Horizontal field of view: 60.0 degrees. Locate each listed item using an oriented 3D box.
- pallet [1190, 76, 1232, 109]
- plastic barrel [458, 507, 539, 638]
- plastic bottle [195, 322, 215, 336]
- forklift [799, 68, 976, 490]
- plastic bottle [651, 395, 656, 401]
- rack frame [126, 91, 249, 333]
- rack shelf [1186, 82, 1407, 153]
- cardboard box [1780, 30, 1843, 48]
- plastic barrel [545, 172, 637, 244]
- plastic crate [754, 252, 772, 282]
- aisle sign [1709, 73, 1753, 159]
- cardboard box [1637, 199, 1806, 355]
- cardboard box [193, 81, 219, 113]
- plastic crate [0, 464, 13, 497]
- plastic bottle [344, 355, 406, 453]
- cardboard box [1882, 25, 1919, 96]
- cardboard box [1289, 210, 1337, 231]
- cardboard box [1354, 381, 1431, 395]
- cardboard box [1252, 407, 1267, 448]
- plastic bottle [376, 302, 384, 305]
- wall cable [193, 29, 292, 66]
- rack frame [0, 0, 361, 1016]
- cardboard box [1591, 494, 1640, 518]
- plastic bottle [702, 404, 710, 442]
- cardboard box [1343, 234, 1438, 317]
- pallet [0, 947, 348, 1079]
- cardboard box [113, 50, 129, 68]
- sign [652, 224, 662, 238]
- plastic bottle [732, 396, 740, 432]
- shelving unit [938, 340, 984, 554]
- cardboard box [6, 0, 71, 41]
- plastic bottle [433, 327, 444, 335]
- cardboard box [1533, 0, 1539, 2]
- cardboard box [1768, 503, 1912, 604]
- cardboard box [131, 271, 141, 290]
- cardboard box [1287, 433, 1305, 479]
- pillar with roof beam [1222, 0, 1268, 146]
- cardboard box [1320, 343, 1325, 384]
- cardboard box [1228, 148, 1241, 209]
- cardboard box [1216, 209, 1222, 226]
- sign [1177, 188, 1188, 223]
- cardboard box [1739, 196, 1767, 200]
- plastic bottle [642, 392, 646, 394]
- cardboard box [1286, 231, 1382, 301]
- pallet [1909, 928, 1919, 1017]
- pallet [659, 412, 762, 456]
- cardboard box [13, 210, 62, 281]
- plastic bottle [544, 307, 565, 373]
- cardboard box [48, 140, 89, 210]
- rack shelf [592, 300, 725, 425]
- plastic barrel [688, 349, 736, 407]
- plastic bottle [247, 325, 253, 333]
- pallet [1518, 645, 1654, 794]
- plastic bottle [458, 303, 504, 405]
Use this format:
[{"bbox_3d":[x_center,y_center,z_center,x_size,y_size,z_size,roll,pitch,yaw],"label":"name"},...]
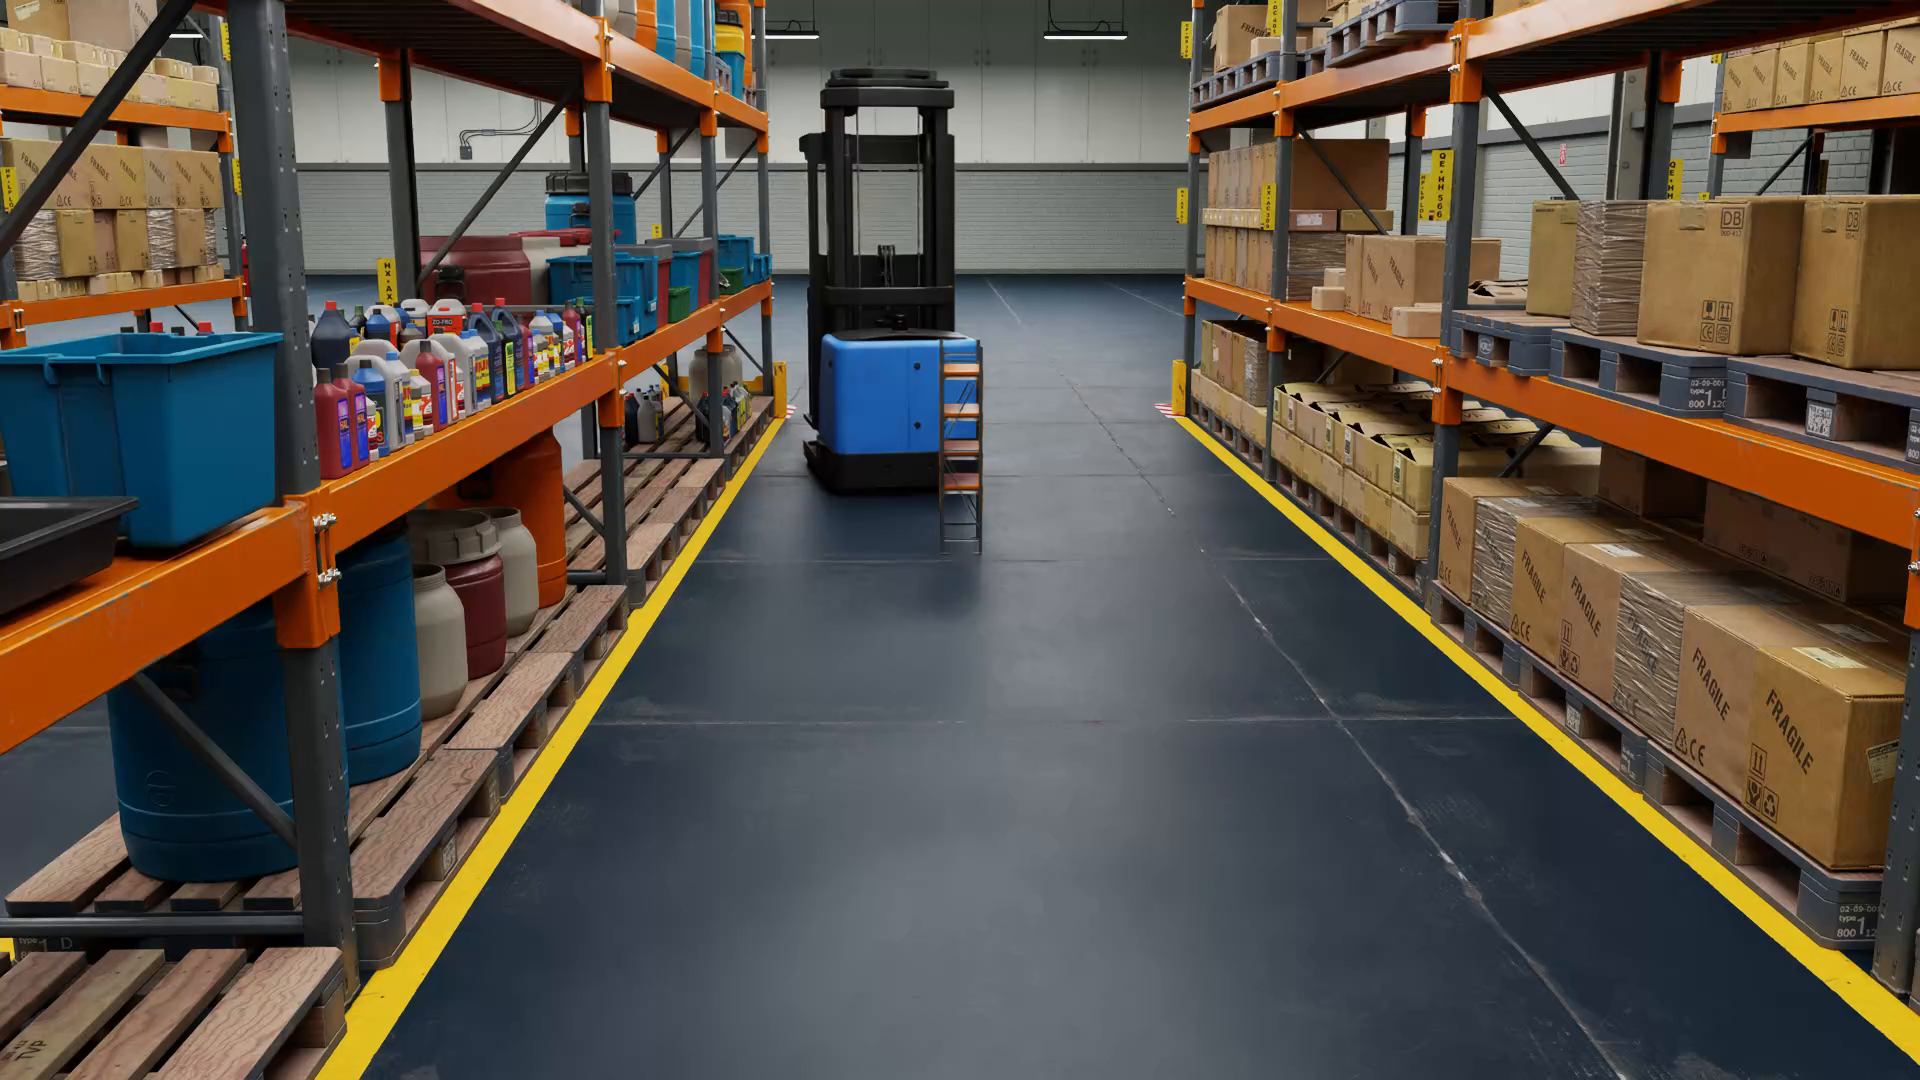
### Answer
[{"bbox_3d":[2.642,-3.980,14.813,1.003,0.211,1.213,0,11,-1],"label":"pallet"},{"bbox_3d":[-2.005,0.138,7.035,0.421,0.512,0.421,0,11,0],"label":"plastic barrel"},{"bbox_3d":[-2.257,-0.484,5.024,0.144,0.351,0.185,0,11,-1],"label":"plastic bottle"},{"bbox_3d":[-0.628,-2.030,12.695,1.130,2.935,3.031,-2,12,-10],"label":"forklift"},{"bbox_3d":[-2.426,-0.999,13.163,0.061,0.283,0.133,0,11,-1],"label":"plastic bottle"},{"bbox_3d":[-7.251,-2.654,15.599,1.000,3.000,0.127,0,11,-1],"label":"rack frame"},{"bbox_3d":[2.695,-3.414,13.609,1.077,0.370,4.000,0,11,-1],"label":"rack shelf"},{"bbox_3d":[7.353,-4.455,14.113,0.500,0.500,0.500,0,11,0],"label":"cardboard box"},{"bbox_3d":[-2.511,-2.047,11.345,0.600,0.901,0.708,0,11,-1],"label":"plastic barrel"},{"bbox_3d":[-1.989,-2.504,15.229,0.499,0.251,0.616,0,11,-1],"label":"plastic crate"},{"bbox_3d":[7.305,-4.003,15.705,0.394,0.787,0.004,0,11,-1],"label":"aisle sign"},{"bbox_3d":[2.803,-0.915,5.716,0.700,0.500,0.500,-3,12,-16],"label":"cardboard box"},{"bbox_3d":[-6.987,-3.956,14.848,0.500,0.250,0.500,0,11,0],"label":"cardboard box"},{"bbox_3d":[-2.184,-0.096,3.502,0.396,0.136,0.243,0,11,-1],"label":"plastic crate"},{"bbox_3d":[-1.687,-0.395,4.773,0.152,0.276,0.135,0,11,-1],"label":"plastic bottle"},{"bbox_3d":[7.434,-3.649,12.656,0.500,0.500,0.500,-1,12,-6],"label":"cardboard box"},{"bbox_3d":[2.517,-2.319,12.064,0.380,0.149,0.250,0,11,-1],"label":"cardboard box"},{"bbox_3d":[3.031,-0.953,11.661,0.500,0.311,0.500,0,11,-1],"label":"cardboard box"},{"bbox_3d":[2.508,-0.849,12.558,0.500,0.250,0.500,0,11,-1],"label":"cardboard box"},{"bbox_3d":[-2.486,-0.874,7.118,0.061,0.283,0.133,0,11,-1],"label":"plastic bottle"},{"bbox_3d":[-19.662,-12.910,46.166,3.097,2.526,0.112,0,11,-1],"label":"wall cable"},{"bbox_3d":[-2.051,-0.289,3.941,1.000,3.000,0.127,0,11,-1],"label":"rack frame"},{"bbox_3d":[3.073,0.090,7.250,0.500,0.500,0.500,0,11,1],"label":"cardboard box"},{"bbox_3d":[-1.925,-0.893,12.641,0.061,0.283,0.133,0,11,-1],"label":"plastic bottle"},{"bbox_3d":[2.747,-1.691,10.597,0.500,0.500,0.500,1,11,3],"label":"cardboard box"},{"bbox_3d":[-1.997,1.223,3.499,1.003,0.211,1.213,0,11,-1],"label":"pallet"},{"bbox_3d":[-6.954,-3.879,13.465,0.380,0.149,0.250,-1,11,-4],"label":"cardboard box"},{"bbox_3d":[-2.849,-2.809,15.664,0.100,0.325,0.005,0,11,-1],"label":"sign"},{"bbox_3d":[-1.783,-0.997,13.153,0.061,0.283,0.133,0,11,1],"label":"plastic bottle"},{"bbox_3d":[0.003,-0.555,9.778,0.258,1.200,0.503,0,11,-1],"label":"shelving unit"},{"bbox_3d":[-7.490,-4.268,13.751,0.500,0.500,0.500,0,11,-1],"label":"cardboard box"},{"bbox_3d":[-1.826,-0.611,5.852,0.097,0.271,0.097,0,11,0],"label":"plastic bottle"},{"bbox_3d":[2.872,-2.435,6.722,0.910,0.500,0.500,0,11,-1],"label":"cardboard box"},{"bbox_3d":[3.115,0.037,5.627,0.500,0.250,0.500,0,11,-1],"label":"cardboard box"},{"bbox_3d":[-6.967,-2.128,13.635,0.380,0.149,0.250,0,11,-1],"label":"cardboard box"},{"bbox_3d":[2.506,-0.575,11.207,0.500,0.250,0.500,0,11,0],"label":"cardboard box"},{"bbox_3d":[3.562,-11.466,43.942,9.100,9.000,0.548,0,11,-1],"label":"pillar with roof beam"},{"bbox_3d":[3.022,-1.318,12.984,0.500,0.500,0.500,0,11,-1],"label":"cardboard box"},{"bbox_3d":[2.679,-3.071,14.138,0.700,0.500,0.500,0,11,-1],"label":"cardboard box"},{"bbox_3d":[2.461,-2.830,14.582,0.380,0.149,0.250,0,11,-2],"label":"cardboard box"},{"bbox_3d":[2.099,-3.156,15.696,0.100,0.325,0.005,0,11,-1],"label":"sign"},{"bbox_3d":[7.316,-2.825,14.880,0.500,0.500,0.500,0,11,-1],"label":"cardboard box"},{"bbox_3d":[-2.559,-1.063,13.511,0.097,0.271,0.097,0,11,0],"label":"plastic bottle"},{"bbox_3d":[2.721,-2.036,12.301,0.700,0.500,0.500,-1,11,-3],"label":"cardboard box"},{"bbox_3d":[2.915,1.194,3.642,1.003,0.211,1.213,0,11,-1],"label":"pallet"},{"bbox_3d":[-2.216,-0.890,13.914,1.003,0.211,1.213,0,11,-1],"label":"pallet"},{"bbox_3d":[-7.115,-2.144,12.082,0.875,0.500,0.500,0,11,-1],"label":"cardboard box"},{"bbox_3d":[-1.706,-0.835,6.955,0.097,0.271,0.097,0,11,0],"label":"plastic bottle"},{"bbox_3d":[-6.935,-2.734,12.476,0.500,0.500,0.500,0,11,-1],"label":"cardboard box"},{"bbox_3d":[-2.175,-1.129,9.891,1.077,0.370,4.000,0,11,-1],"label":"rack shelf"},{"bbox_3d":[-2.198,-1.431,14.770,0.421,0.512,0.421,0,11,0],"label":"plastic barrel"},{"bbox_3d":[-2.458,-0.601,5.769,0.061,0.283,0.133,0,11,-1],"label":"plastic bottle"},{"bbox_3d":[2.819,0.653,6.309,1.003,0.211,1.213,0,11,-1],"label":"pallet"},{"bbox_3d":[-1.707,-0.659,5.889,0.144,0.351,0.185,0,11,-1],"label":"plastic bottle"}]
